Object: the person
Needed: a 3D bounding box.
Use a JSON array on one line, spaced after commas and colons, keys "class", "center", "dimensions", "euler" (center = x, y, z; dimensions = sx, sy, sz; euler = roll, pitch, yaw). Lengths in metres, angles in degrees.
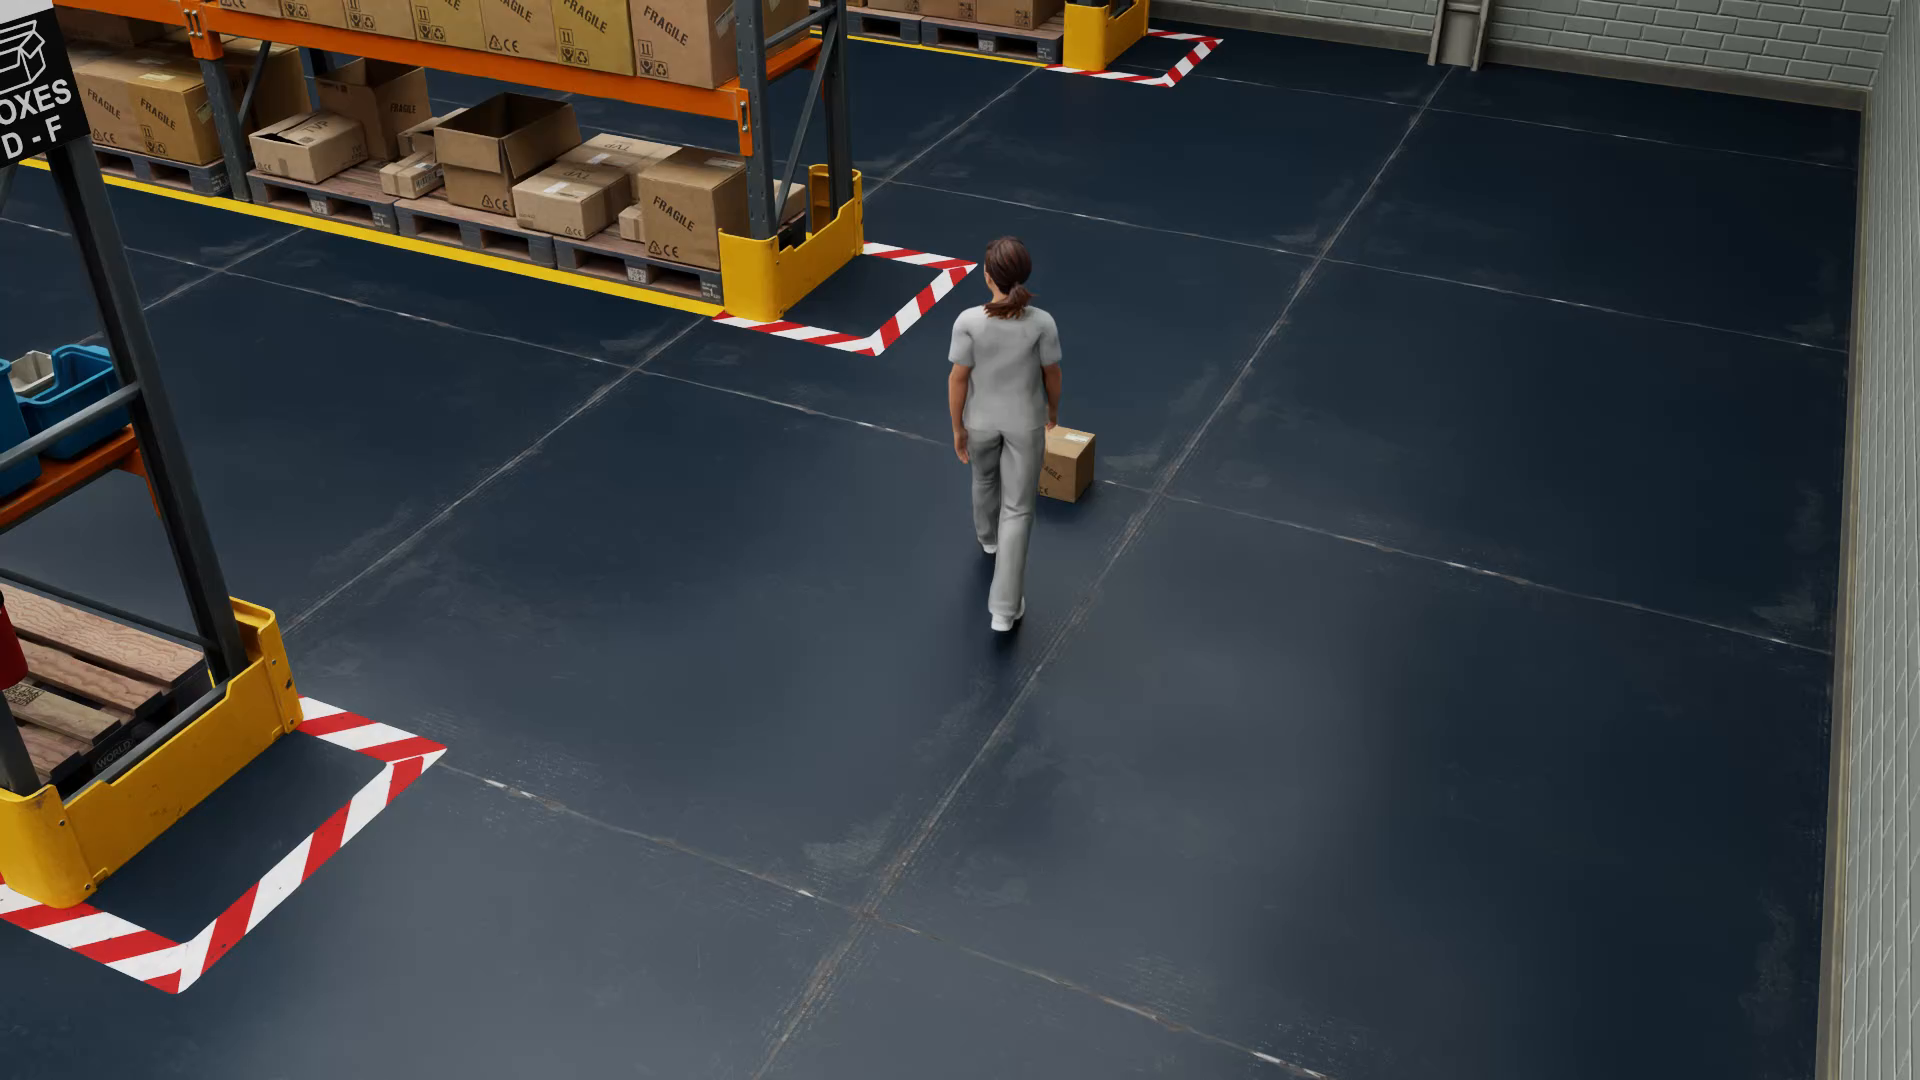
[{"class": "person", "center": [0.194, -0.497, 6.905], "dimensions": [0.447, 1.613, 0.953], "euler": [6, 34, 9]}]
